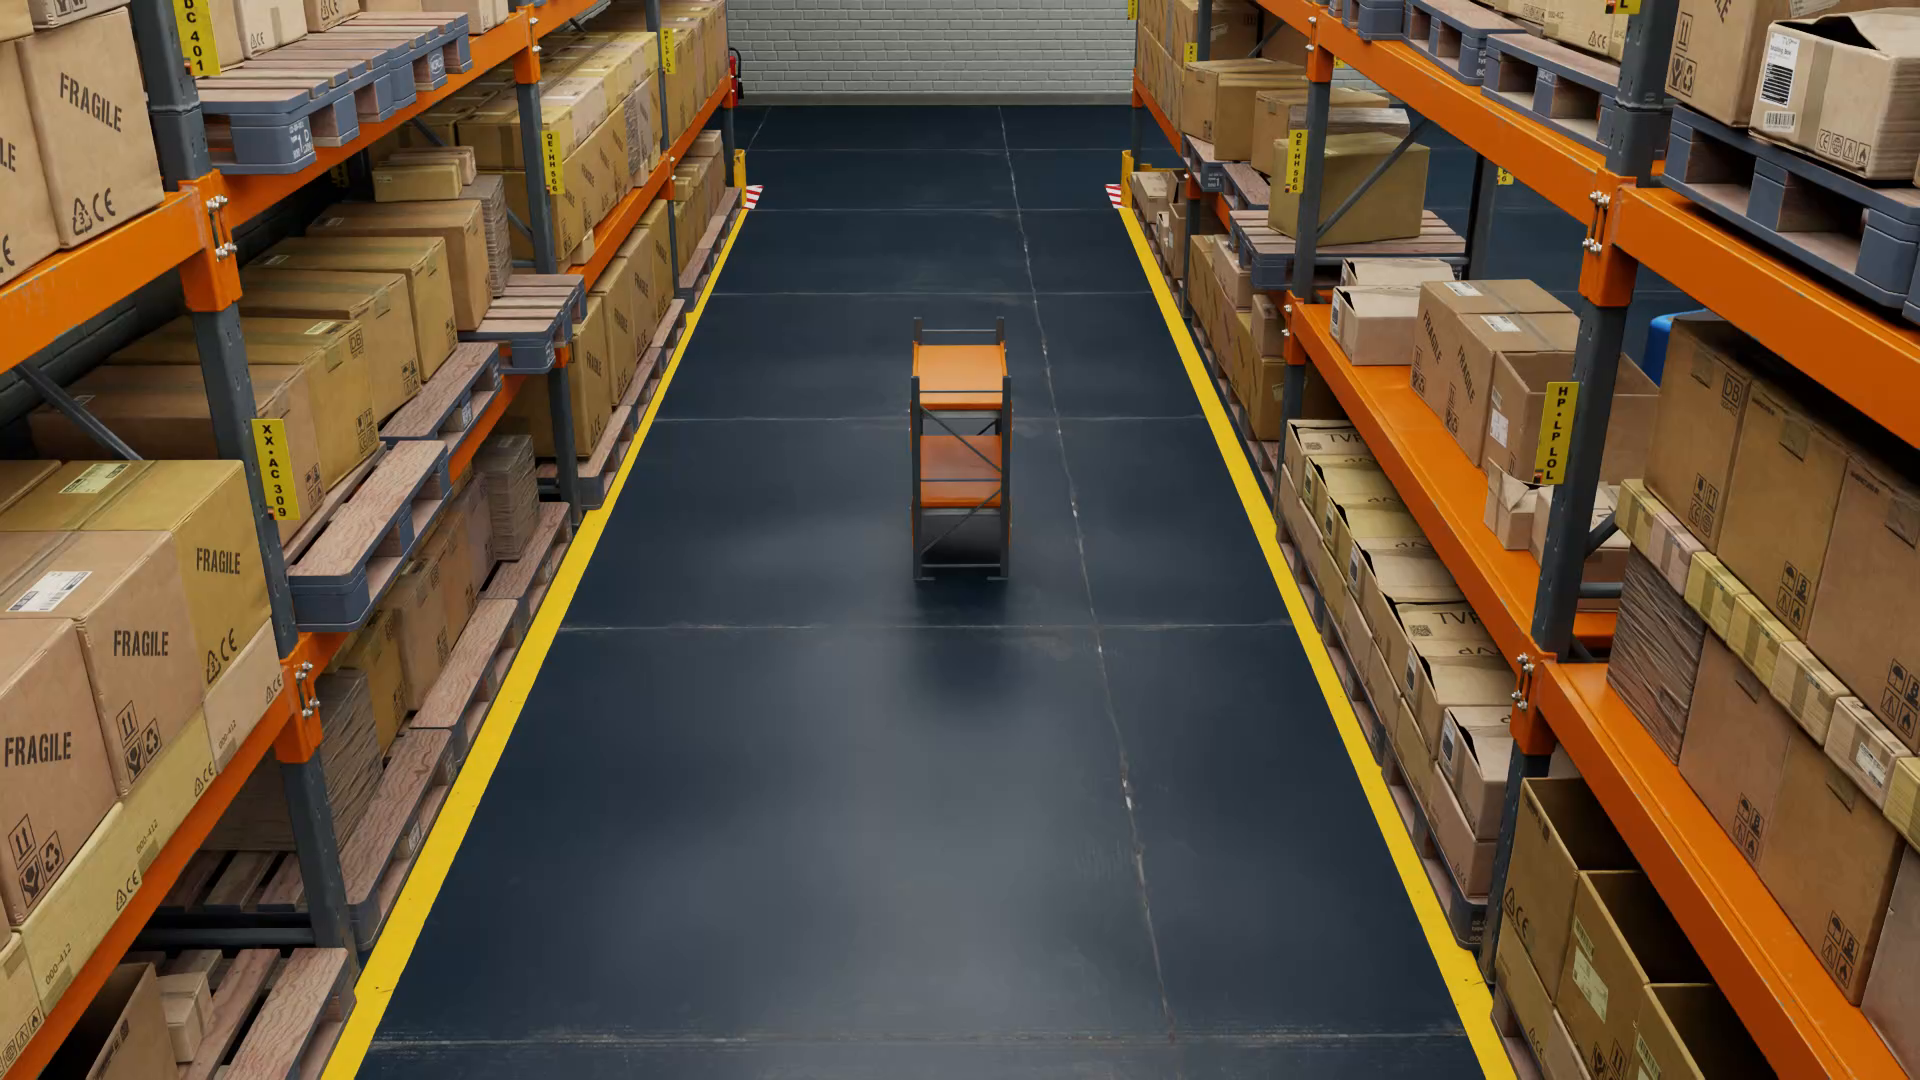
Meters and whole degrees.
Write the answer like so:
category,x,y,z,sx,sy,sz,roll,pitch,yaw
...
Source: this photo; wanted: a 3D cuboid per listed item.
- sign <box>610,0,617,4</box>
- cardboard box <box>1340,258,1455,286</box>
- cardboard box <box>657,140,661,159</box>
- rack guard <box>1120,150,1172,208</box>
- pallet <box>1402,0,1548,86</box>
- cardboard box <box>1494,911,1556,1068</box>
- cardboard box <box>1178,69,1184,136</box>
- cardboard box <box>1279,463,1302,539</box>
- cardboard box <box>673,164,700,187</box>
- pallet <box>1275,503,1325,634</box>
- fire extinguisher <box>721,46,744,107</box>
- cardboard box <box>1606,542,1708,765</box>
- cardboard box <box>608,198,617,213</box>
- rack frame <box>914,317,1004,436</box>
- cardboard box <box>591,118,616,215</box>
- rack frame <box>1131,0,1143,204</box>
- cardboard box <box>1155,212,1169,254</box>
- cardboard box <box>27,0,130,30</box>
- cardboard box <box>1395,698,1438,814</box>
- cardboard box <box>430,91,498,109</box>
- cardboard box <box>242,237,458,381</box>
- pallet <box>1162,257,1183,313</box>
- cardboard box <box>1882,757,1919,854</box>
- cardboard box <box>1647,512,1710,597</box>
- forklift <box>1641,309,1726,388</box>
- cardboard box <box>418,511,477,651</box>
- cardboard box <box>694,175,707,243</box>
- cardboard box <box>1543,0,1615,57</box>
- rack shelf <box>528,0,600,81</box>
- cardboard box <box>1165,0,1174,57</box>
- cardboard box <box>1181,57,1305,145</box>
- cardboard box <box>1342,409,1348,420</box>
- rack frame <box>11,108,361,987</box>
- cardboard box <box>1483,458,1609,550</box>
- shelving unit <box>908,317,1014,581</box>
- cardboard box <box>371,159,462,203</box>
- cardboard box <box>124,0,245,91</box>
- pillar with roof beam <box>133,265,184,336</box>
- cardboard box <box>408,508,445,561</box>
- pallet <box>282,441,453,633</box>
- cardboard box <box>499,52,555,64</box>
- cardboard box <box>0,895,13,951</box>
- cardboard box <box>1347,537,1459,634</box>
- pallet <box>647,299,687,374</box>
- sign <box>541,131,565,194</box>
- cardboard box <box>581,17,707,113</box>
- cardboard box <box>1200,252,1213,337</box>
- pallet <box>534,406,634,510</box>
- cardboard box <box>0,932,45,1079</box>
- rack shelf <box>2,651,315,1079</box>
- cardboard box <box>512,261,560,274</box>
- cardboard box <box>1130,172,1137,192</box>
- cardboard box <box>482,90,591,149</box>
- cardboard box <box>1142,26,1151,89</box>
category,x,y,z,sx,sy,sz,roll,pitch,yaw
sign,-3.300,-5.186,15.931,0.100,0.325,0.005,0,24,-1
cardboard box,2.256,-1.293,8.576,0.500,0.311,0.500,1,24,3
cardboard box,-2.414,-2.864,12.224,0.380,0.149,0.250,0,24,0
rack guard,2.210,-3.609,16.624,1.175,0.500,0.348,0,24,-1
pallet,2.408,-2.024,6.674,1.003,0.211,1.213,1,24,2
cardboard box,2.042,1.419,5.300,0.500,0.250,0.500,0,24,-1
cardboard box,1.990,-3.382,12.966,0.500,0.500,0.500,0,24,0
cardboard box,2.008,-0.205,8.889,0.500,0.250,0.500,0,24,-1
cardboard box,-2.434,-3.121,14.248,0.380,0.149,0.250,-1,24,-2
pallet,2.266,0.127,8.714,1.003,0.211,1.213,0,24,-1
fire extinguisher,-2.285,-4.615,16.360,0.296,0.674,0.183,0,24,-1
cardboard box,2.351,0.302,4.820,0.700,0.500,0.500,-1,24,-2
cardboard box,-2.453,-2.231,10.824,0.380,0.149,0.250,0,24,1
rack frame,-0.006,-0.725,9.488,0.500,1.125,0.032,0,24,-1
cardboard box,-2.407,-2.271,10.125,0.500,0.500,0.500,0,24,-1
rack frame,2.209,-4.780,16.178,1.000,3.000,0.127,0,24,-1
cardboard box,1.954,-2.649,14.197,0.500,0.311,0.500,0,24,-1
cardboard box,-2.337,-1.483,3.890,0.500,0.500,0.500,-2,24,-5
cardboard box,2.042,0.849,6.561,0.500,0.250,0.500,-1,24,-1
cardboard box,-2.924,-2.390,9.479,0.500,0.250,0.500,-1,24,-2
cardboard box,-2.606,-0.998,7.163,0.700,0.500,0.500,0,24,-1
pallet,2.246,-2.144,13.734,1.003,0.211,1.213,0,24,-1
cardboard box,2.170,0.574,3.433,0.380,0.149,0.250,0,24,-1
cardboard box,2.152,0.039,4.615,0.380,0.149,0.250,0,24,0
forklift,5.478,-1.666,9.376,3.031,2.935,1.130,-9,26,-19
cardboard box,-2.674,0.193,7.683,0.700,0.500,0.500,0,24,-1
cardboard box,-2.612,-2.887,14.518,0.700,0.500,0.500,0,24,1
cardboard box,2.334,-1.805,5.633,0.500,0.250,0.500,-3,24,-6
rack shelf,-2.679,-3.322,10.189,1.077,0.370,4.000,0,24,-1
cardboard box,1.974,-4.259,13.691,0.500,0.500,0.500,0,24,0
cardboard box,2.034,-3.172,11.993,0.700,0.500,0.500,-9,26,-18
cardboard box,2.566,-0.949,10.208,0.500,0.500,0.500,-1,24,-2
rack frame,-2.614,0.189,5.192,1.000,3.000,0.127,0,24,-1
cardboard box,2.147,-0.135,6.072,0.396,0.266,0.258,-1,24,-2
shelving unit,0.000,-0.515,9.024,0.538,1.125,1.048,0,24,-1
cardboard box,-2.605,-1.726,7.985,0.380,0.149,0.250,-4,25,-9
cardboard box,-2.540,-1.640,4.966,0.500,0.500,0.500,3,25,7
pillar with roof beam,0.797,-3.673,6.450,9.100,9.000,0.400,0,24,-1
cardboard box,-2.643,-0.119,7.463,0.500,0.250,0.500,0,24,-1
pallet,-2.476,-0.039,5.930,1.003,0.211,1.213,0,24,-1
cardboard box,-2.933,-3.027,10.886,0.500,0.250,0.500,-1,24,-2
cardboard box,-2.287,0.727,3.250,0.500,0.500,0.500,0,24,1
cardboard box,2.032,0.178,7.362,0.500,0.311,0.500,-1,24,-1
pallet,-2.617,-1.520,12.354,1.003,0.211,1.213,0,24,-1
sign,-2.115,-1.957,8.629,0.100,0.325,0.005,0,24,-1
cardboard box,-2.711,-4.069,14.242,0.980,0.700,0.700,-1,24,-3
cardboard box,2.031,-1.773,12.029,0.500,0.500,0.500,0,24,0
pallet,-2.590,-0.514,10.131,1.003,0.211,1.213,0,24,-1
cardboard box,-2.281,1.062,3.420,0.500,0.250,0.500,0,24,0
rack shelf,-2.592,1.341,3.519,1.077,0.370,4.000,0,24,-1
cardboard box,-2.429,-1.491,9.187,0.380,0.149,0.250,-1,24,-1
cardboard box,1.870,-3.507,16.290,0.380,0.149,0.250,0,24,-1
cardboard box,-2.411,-2.401,9.502,0.500,0.250,0.500,-1,24,-1
cardboard box,1.961,-4.429,15.281,0.500,0.500,0.500,0,24,-1
